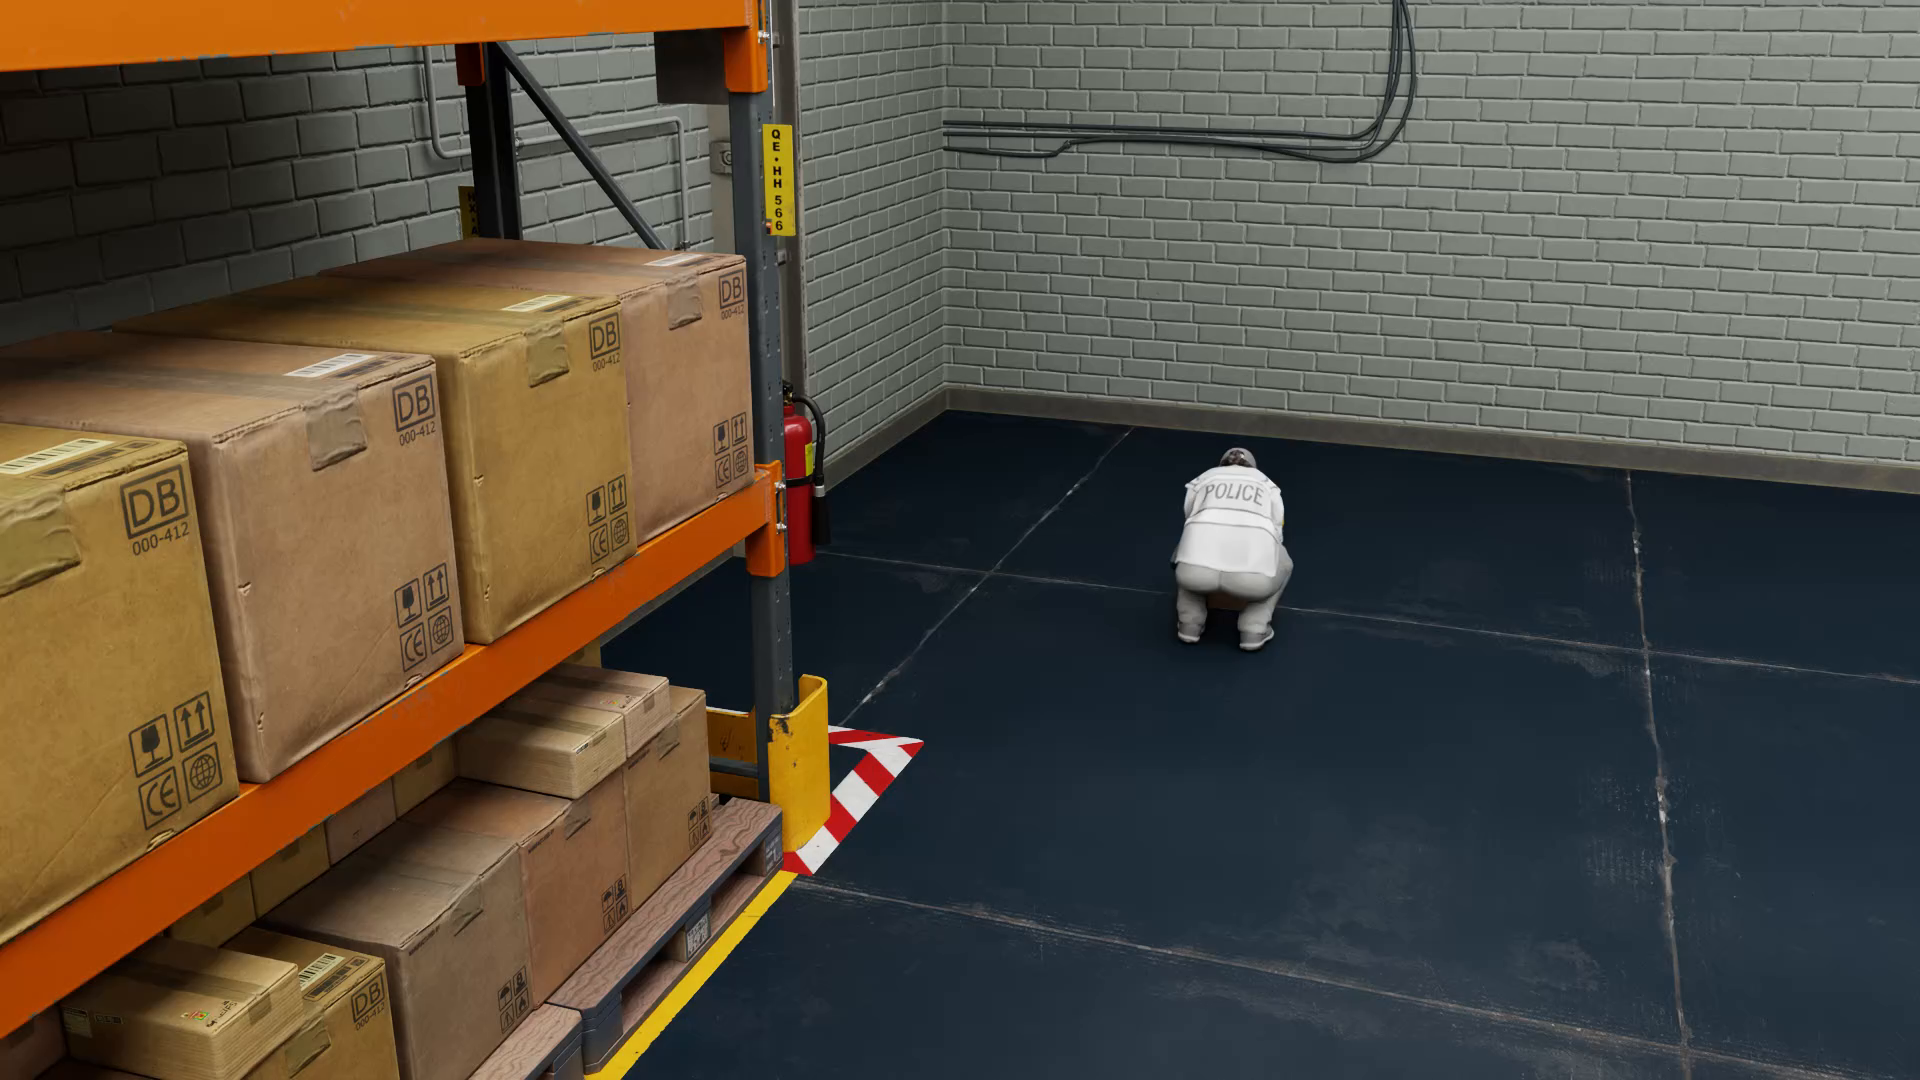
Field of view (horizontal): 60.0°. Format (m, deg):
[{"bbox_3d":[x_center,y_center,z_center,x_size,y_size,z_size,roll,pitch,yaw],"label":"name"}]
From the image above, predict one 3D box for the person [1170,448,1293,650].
[{"bbox_3d":[1.207,0.073,7.396,0.526,0.816,0.899,6,20,18],"label":"person"}]
